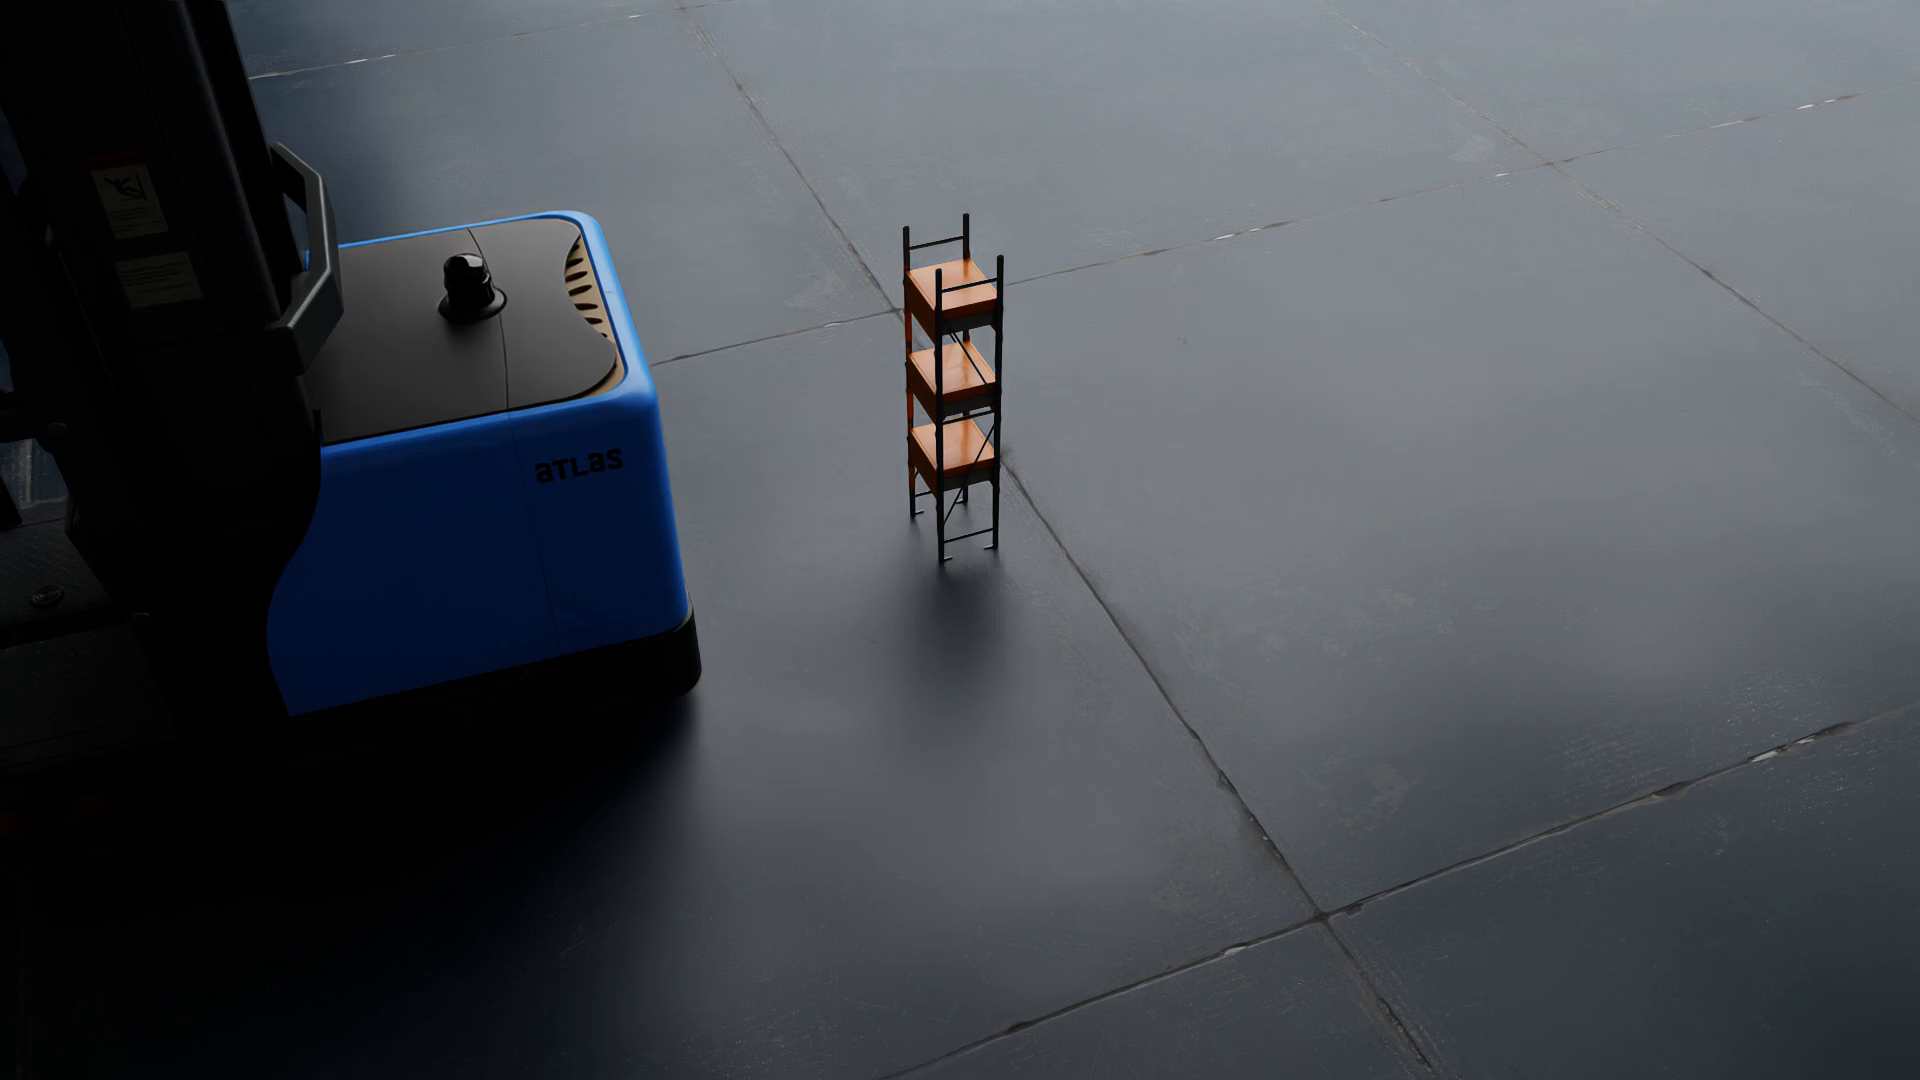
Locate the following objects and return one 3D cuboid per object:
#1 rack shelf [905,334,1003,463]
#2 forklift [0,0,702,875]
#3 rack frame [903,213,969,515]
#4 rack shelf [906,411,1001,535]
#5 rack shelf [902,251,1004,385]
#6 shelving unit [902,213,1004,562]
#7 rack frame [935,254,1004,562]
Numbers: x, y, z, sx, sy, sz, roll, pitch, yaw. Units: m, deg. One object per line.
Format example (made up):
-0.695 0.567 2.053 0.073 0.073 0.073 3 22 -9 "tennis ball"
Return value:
-0.020 -0.422 4.952 0.215 0.259 0.240 -15 43 -17 "rack shelf"
-2.306 -0.645 3.752 3.031 2.935 1.130 -12 42 -14 "forklift"
-0.067 -0.504 5.031 0.200 1.050 0.008 -15 43 -17 "rack frame"
-0.020 -0.212 5.133 0.215 0.259 0.240 -15 43 -17 "rack shelf"
-0.020 -0.637 4.767 0.215 0.259 0.240 -15 43 -17 "rack shelf"
-0.020 -0.430 4.945 0.215 1.050 0.252 -15 43 -17 "shelving unit"
0.026 -0.357 4.860 0.200 1.050 0.008 -15 43 -17 "rack frame"
